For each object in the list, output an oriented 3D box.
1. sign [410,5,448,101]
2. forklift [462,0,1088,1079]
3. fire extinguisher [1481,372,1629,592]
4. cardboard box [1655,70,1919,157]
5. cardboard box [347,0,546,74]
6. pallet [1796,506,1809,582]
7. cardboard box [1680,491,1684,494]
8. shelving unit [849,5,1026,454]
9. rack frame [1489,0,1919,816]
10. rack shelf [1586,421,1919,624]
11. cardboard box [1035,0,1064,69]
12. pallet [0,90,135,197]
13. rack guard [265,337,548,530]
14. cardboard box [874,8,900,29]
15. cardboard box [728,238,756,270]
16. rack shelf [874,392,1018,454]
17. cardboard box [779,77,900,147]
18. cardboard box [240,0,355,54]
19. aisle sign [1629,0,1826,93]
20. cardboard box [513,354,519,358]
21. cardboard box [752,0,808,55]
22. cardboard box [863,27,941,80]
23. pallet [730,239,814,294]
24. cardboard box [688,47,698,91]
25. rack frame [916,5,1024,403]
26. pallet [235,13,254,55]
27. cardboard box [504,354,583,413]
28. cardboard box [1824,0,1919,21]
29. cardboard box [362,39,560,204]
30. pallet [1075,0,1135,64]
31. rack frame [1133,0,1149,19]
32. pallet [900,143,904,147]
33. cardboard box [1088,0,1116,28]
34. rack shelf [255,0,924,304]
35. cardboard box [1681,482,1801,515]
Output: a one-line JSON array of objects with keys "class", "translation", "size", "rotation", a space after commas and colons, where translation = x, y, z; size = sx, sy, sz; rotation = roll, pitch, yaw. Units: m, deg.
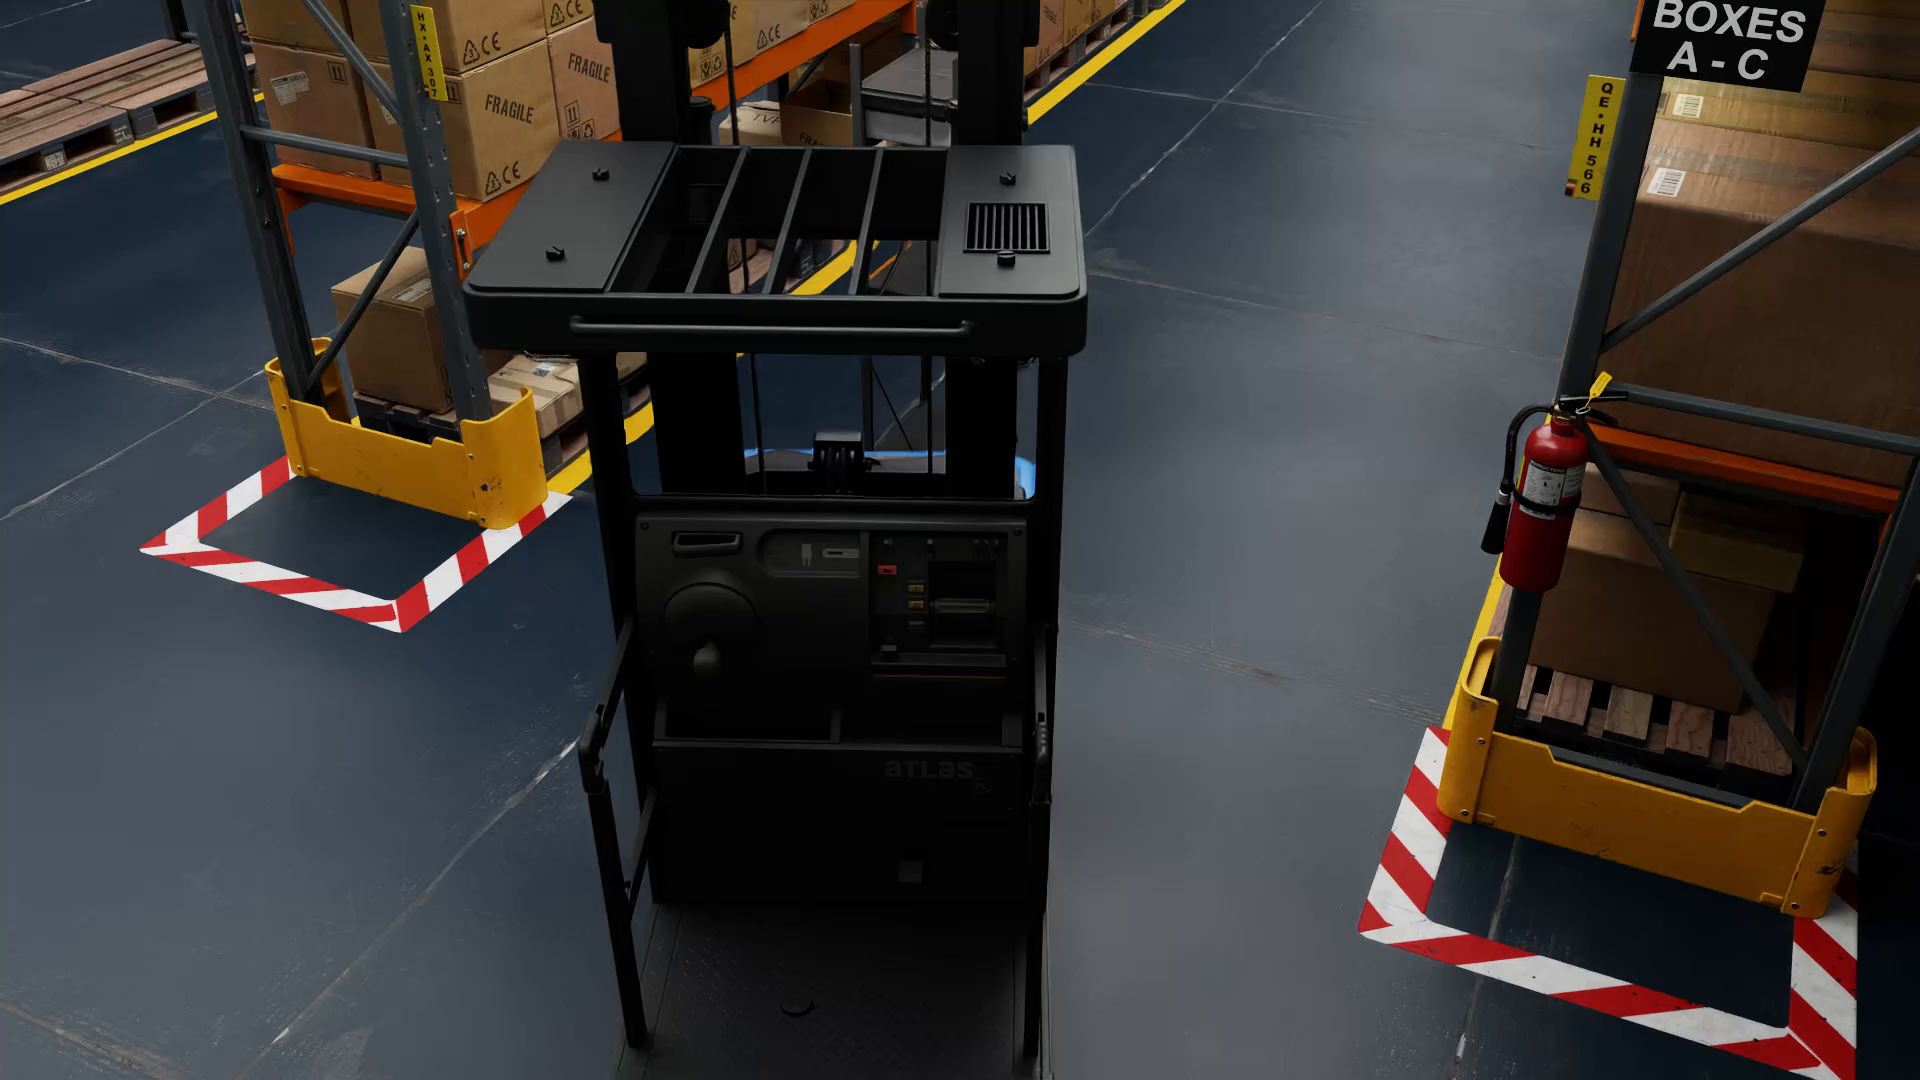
[{"class": "sign", "translation": [-1.861, -1.703, 5.822], "size": [0.100, 0.325, 0.005], "rotation": [14, 36, 20]}, {"class": "forklift", "translation": [-0.310, 0.192, 3.784], "size": [1.130, 2.935, 3.031], "rotation": [1, 33, 1]}, {"class": "fire extinguisher", "translation": [1.665, -0.173, 4.689], "size": [0.296, 0.674, 0.183], "rotation": [14, 36, 20]}, {"class": "cardboard box", "translation": [2.645, -1.077, 5.384], "size": [0.980, 0.700, 0.700], "rotation": [14, 36, 20]}, {"class": "cardboard box", "translation": [-1.929, -2.085, 6.192], "size": [0.500, 0.500, 0.500], "rotation": [15, 36, 22]}, {"class": "pallet", "translation": [2.922, -0.186, 6.841], "size": [1.003, 0.211, 1.213], "rotation": [14, 36, 20]}, {"class": "cardboard box", "translation": [2.558, -0.082, 6.035], "size": [0.700, 0.500, 0.500], "rotation": [14, 36, 20]}, {"class": "shelving unit", "translation": [-0.069, -0.796, 6.049], "size": [0.431, 2.100, 0.503], "rotation": [14, 36, 20]}, {"class": "rack frame", "translation": [2.147, -0.330, 4.518], "size": [1.000, 3.000, 0.127], "rotation": [14, 36, 20]}, {"class": "rack shelf", "translation": [2.984, -1.026, 6.235], "size": [1.077, 0.370, 4.000], "rotation": [14, 36, 20]}, {"class": "cardboard box", "translation": [0.384, -3.548, 11.304], "size": [0.500, 0.500, 0.500], "rotation": [13, 35, 19]}, {"class": "pallet", "translation": [-5.959, -2.444, 10.285], "size": [1.003, 0.211, 1.213], "rotation": [14, 36, 20]}, {"class": "rack guard", "translation": [-2.322, -0.458, 6.992], "size": [1.175, 0.500, 0.348], "rotation": [14, 36, 20]}, {"class": "cardboard box", "translation": [-0.520, -3.152, 10.699], "size": [0.500, 0.500, 0.500], "rotation": [14, 36, 21]}, {"class": "cardboard box", "translation": [-1.462, -1.660, 8.422], "size": [0.797, 0.503, 0.637], "rotation": [14, 36, 20]}, {"class": "rack shelf", "translation": [-0.069, -0.199, 6.440], "size": [0.431, 0.518, 0.480], "rotation": [14, 36, 20]}, {"class": "cardboard box", "translation": [-0.661, -2.247, 9.320], "size": [0.500, 0.500, 0.500], "rotation": [14, 36, 20]}, {"class": "cardboard box", "translation": [-2.417, -2.210, 6.381], "size": [0.500, 0.500, 0.500], "rotation": [14, 36, 20]}, {"class": "aisle sign", "translation": [1.844, -1.451, 3.856], "size": [0.394, 0.787, 0.004], "rotation": [14, 36, 20]}, {"class": "cardboard box", "translation": [-2.099, -0.973, 7.680], "size": [0.380, 0.166, 0.250], "rotation": [14, 36, 20]}, {"class": "cardboard box", "translation": [-1.084, -2.678, 8.007], "size": [0.500, 0.500, 0.500], "rotation": [15, 36, 22]}, {"class": "cardboard box", "translation": [-0.257, -2.781, 10.134], "size": [0.500, 0.500, 0.500], "rotation": [13, 35, 18]}, {"class": "pallet", "translation": [-1.478, -1.339, 8.600], "size": [1.003, 0.211, 1.213], "rotation": [14, 36, 20]}, {"class": "cardboard box", "translation": [-1.505, -2.175, 7.240], "size": [0.500, 0.500, 0.500], "rotation": [14, 36, 20]}, {"class": "rack frame", "translation": [0.033, -0.917, 6.234], "size": [0.400, 2.100, 0.015], "rotation": [14, 36, 20]}, {"class": "pallet", "translation": [-4.817, -3.804, 12.359], "size": [1.003, 0.211, 1.213], "rotation": [14, 36, 20]}, {"class": "cardboard box", "translation": [-1.762, -0.718, 7.293], "size": [0.380, 0.166, 0.250], "rotation": [14, 36, 20]}, {"class": "cardboard box", "translation": [3.268, -1.819, 6.516], "size": [0.980, 0.700, 0.700], "rotation": [13, 36, 19]}, {"class": "cardboard box", "translation": [-1.929, -1.667, 6.466], "size": [0.500, 0.500, 0.500], "rotation": [15, 36, 21]}, {"class": "pallet", "translation": [0.646, -3.920, 12.536], "size": [1.003, 0.211, 1.213], "rotation": [14, 36, 20]}, {"class": "rack frame", "translation": [0.993, -5.449, 12.325], "size": [1.000, 3.000, 0.127], "rotation": [14, 36, 20]}, {"class": "pallet", "translation": [-0.374, -2.705, 10.683], "size": [1.003, 0.211, 1.213], "rotation": [14, 36, 20]}, {"class": "cardboard box", "translation": [0.815, -4.068, 12.097], "size": [0.500, 0.500, 0.500], "rotation": [16, 36, 22]}, {"class": "rack shelf", "translation": [-1.517, -2.160, 7.965], "size": [1.077, 0.370, 4.000], "rotation": [14, 36, 20]}, {"class": "cardboard box", "translation": [2.689, -0.248, 5.698], "size": [0.380, 0.149, 0.250], "rotation": [14, 36, 21]}]
